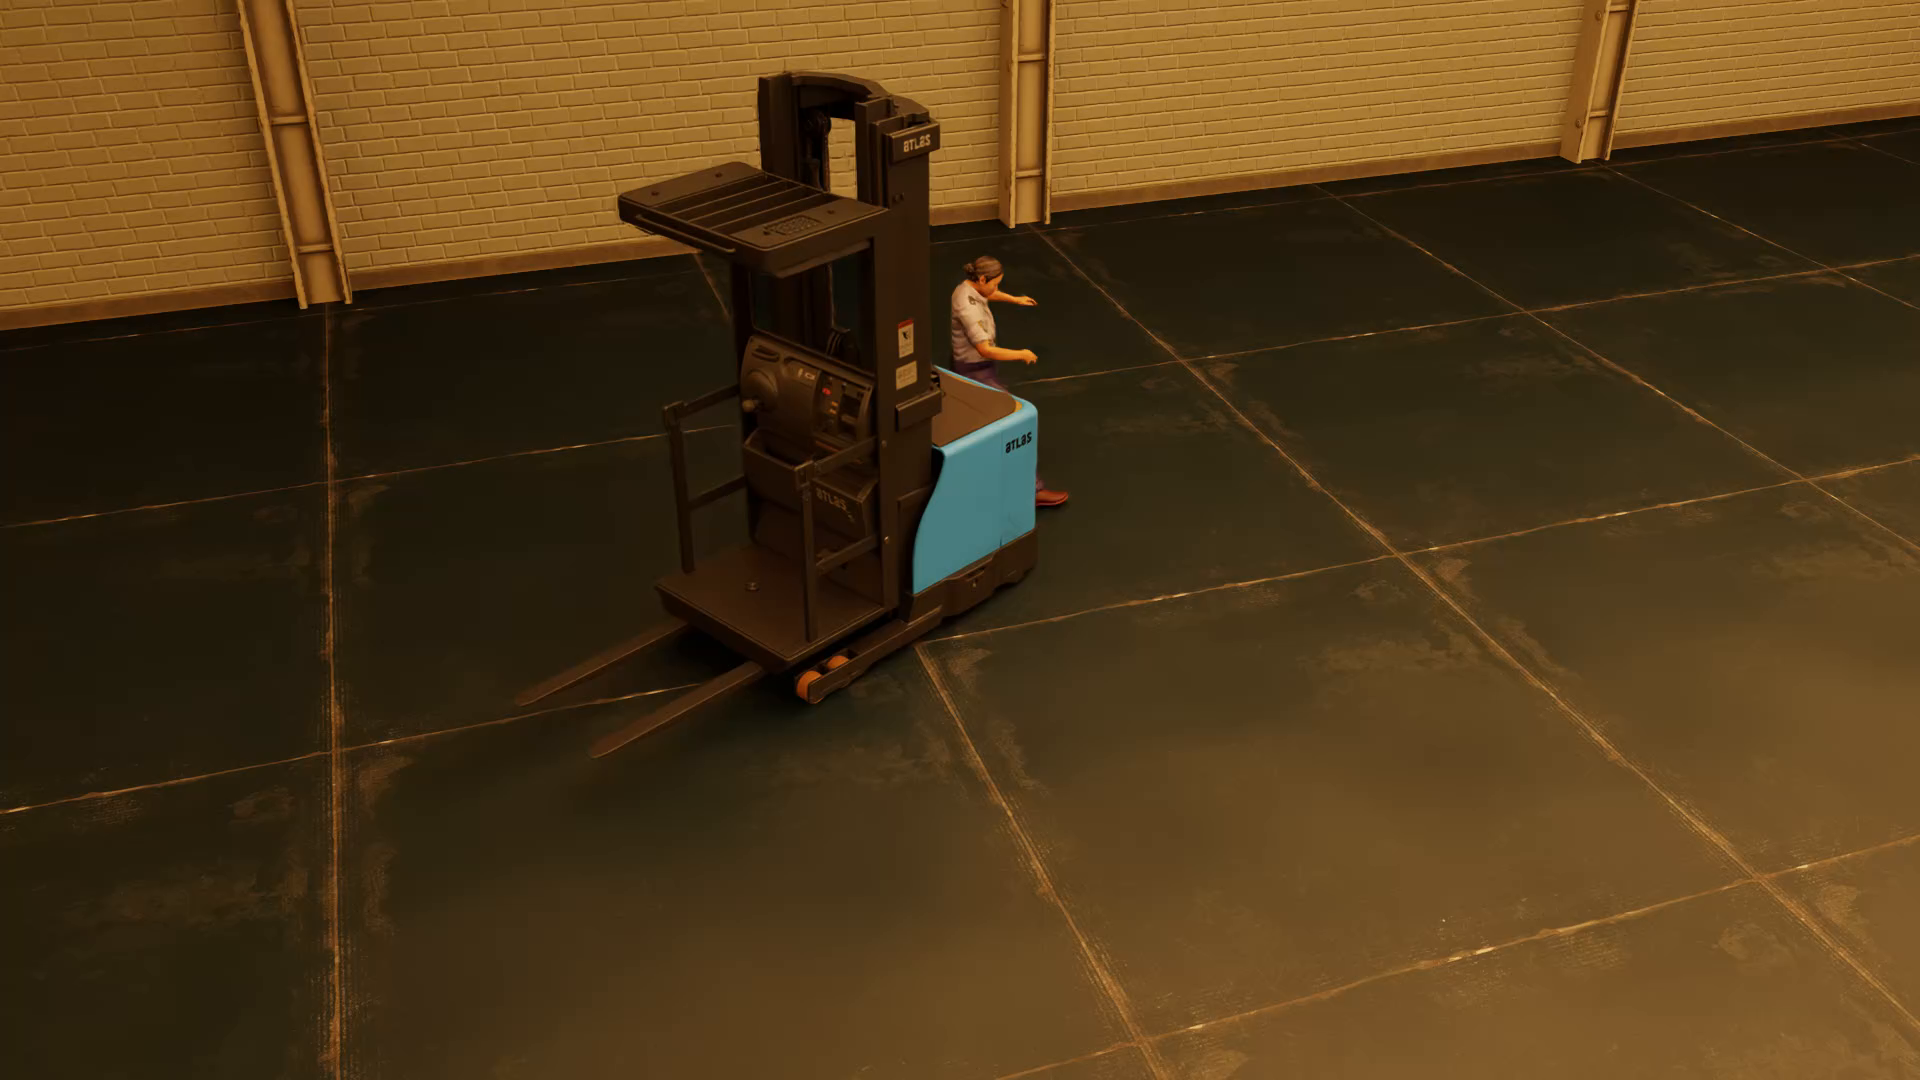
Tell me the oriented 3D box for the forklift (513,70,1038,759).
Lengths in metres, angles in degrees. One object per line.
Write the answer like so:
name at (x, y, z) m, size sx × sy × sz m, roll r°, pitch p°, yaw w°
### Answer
forklift at (-0.929, -0.717, 8.333) m, size 1.130 × 2.935 × 3.031 m, roll 25°, pitch 38°, yaw 36°

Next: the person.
person at (0.222, -1.126, 10.524) m, size 0.824 × 1.433 × 1.273 m, roll -2°, pitch 30°, yaw -4°
